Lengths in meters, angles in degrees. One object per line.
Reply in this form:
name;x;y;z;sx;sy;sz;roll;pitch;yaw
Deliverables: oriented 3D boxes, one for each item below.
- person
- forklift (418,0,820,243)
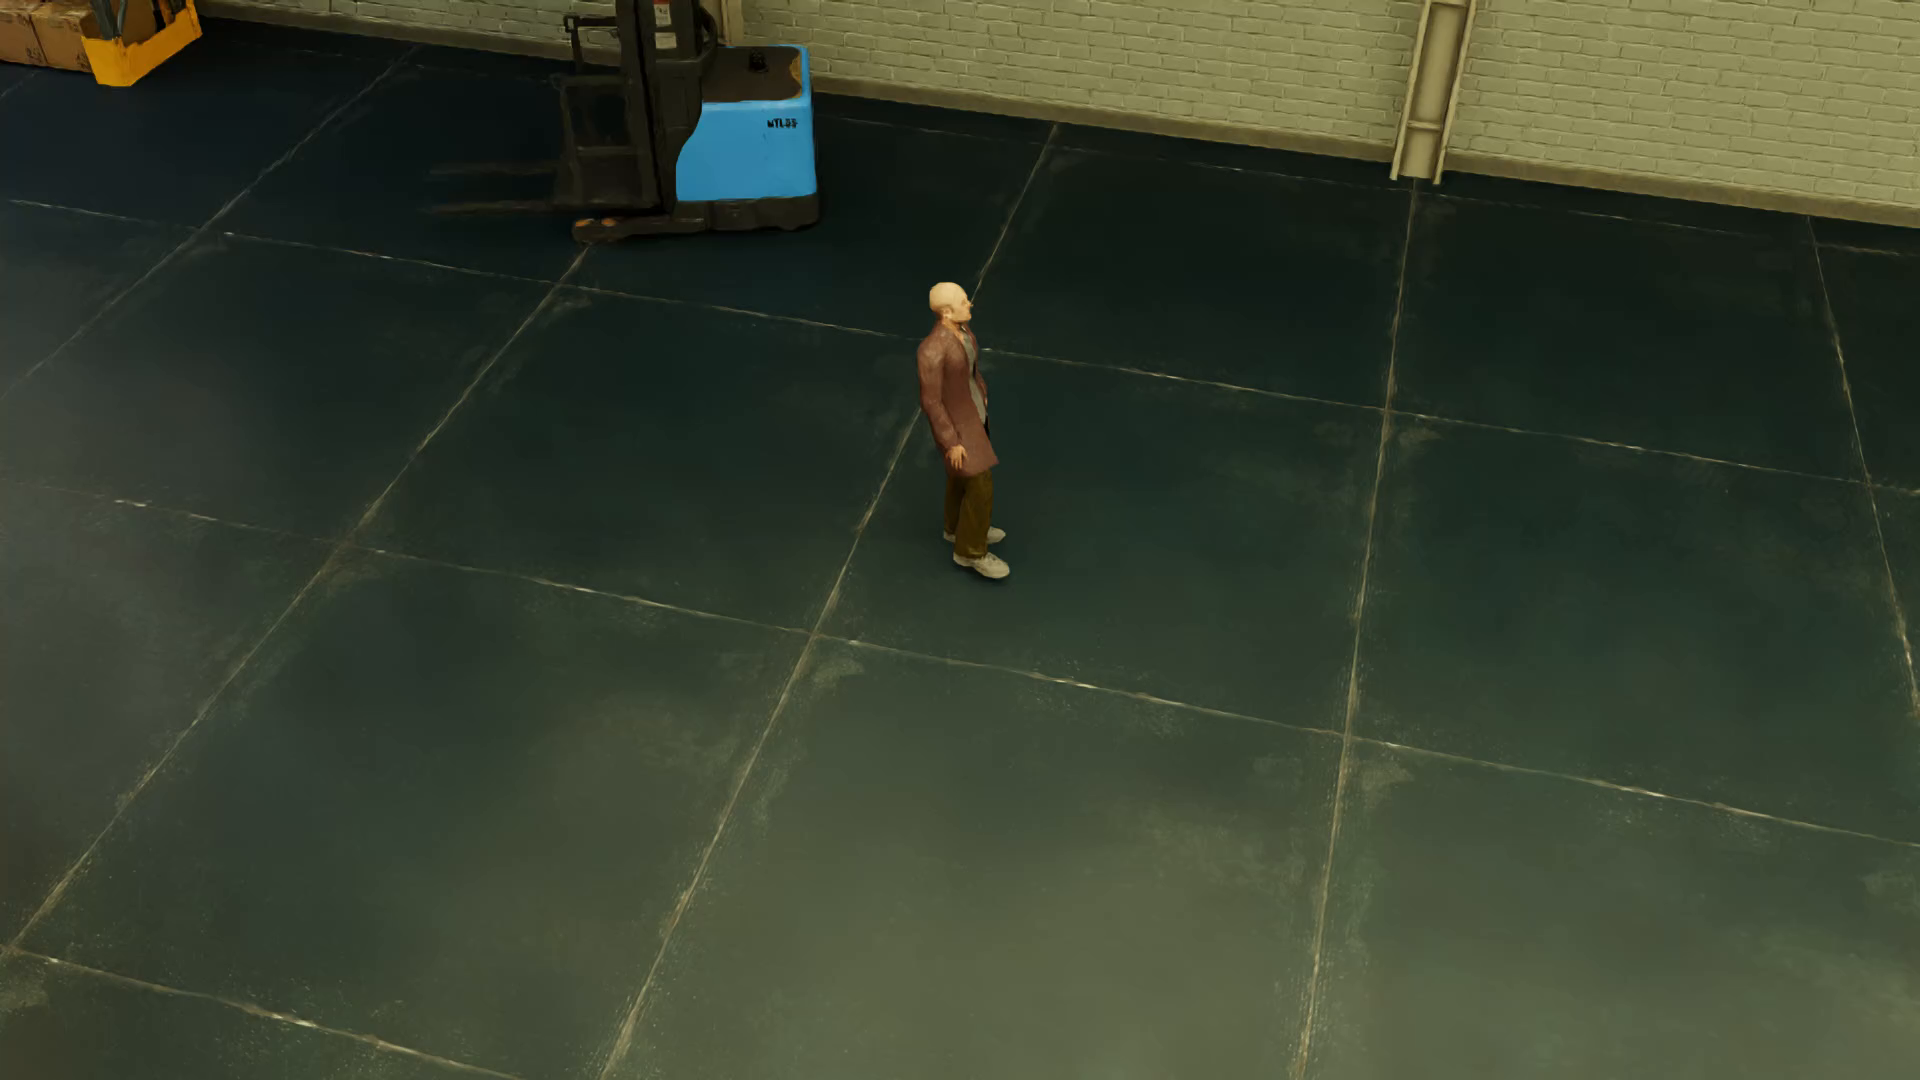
person;0.085;-0.657;9.473;0.586;1.775;0.694;10;42;11
forklift;-2.623;-3.729;12.116;3.031;2.935;1.130;-3;41;-4
